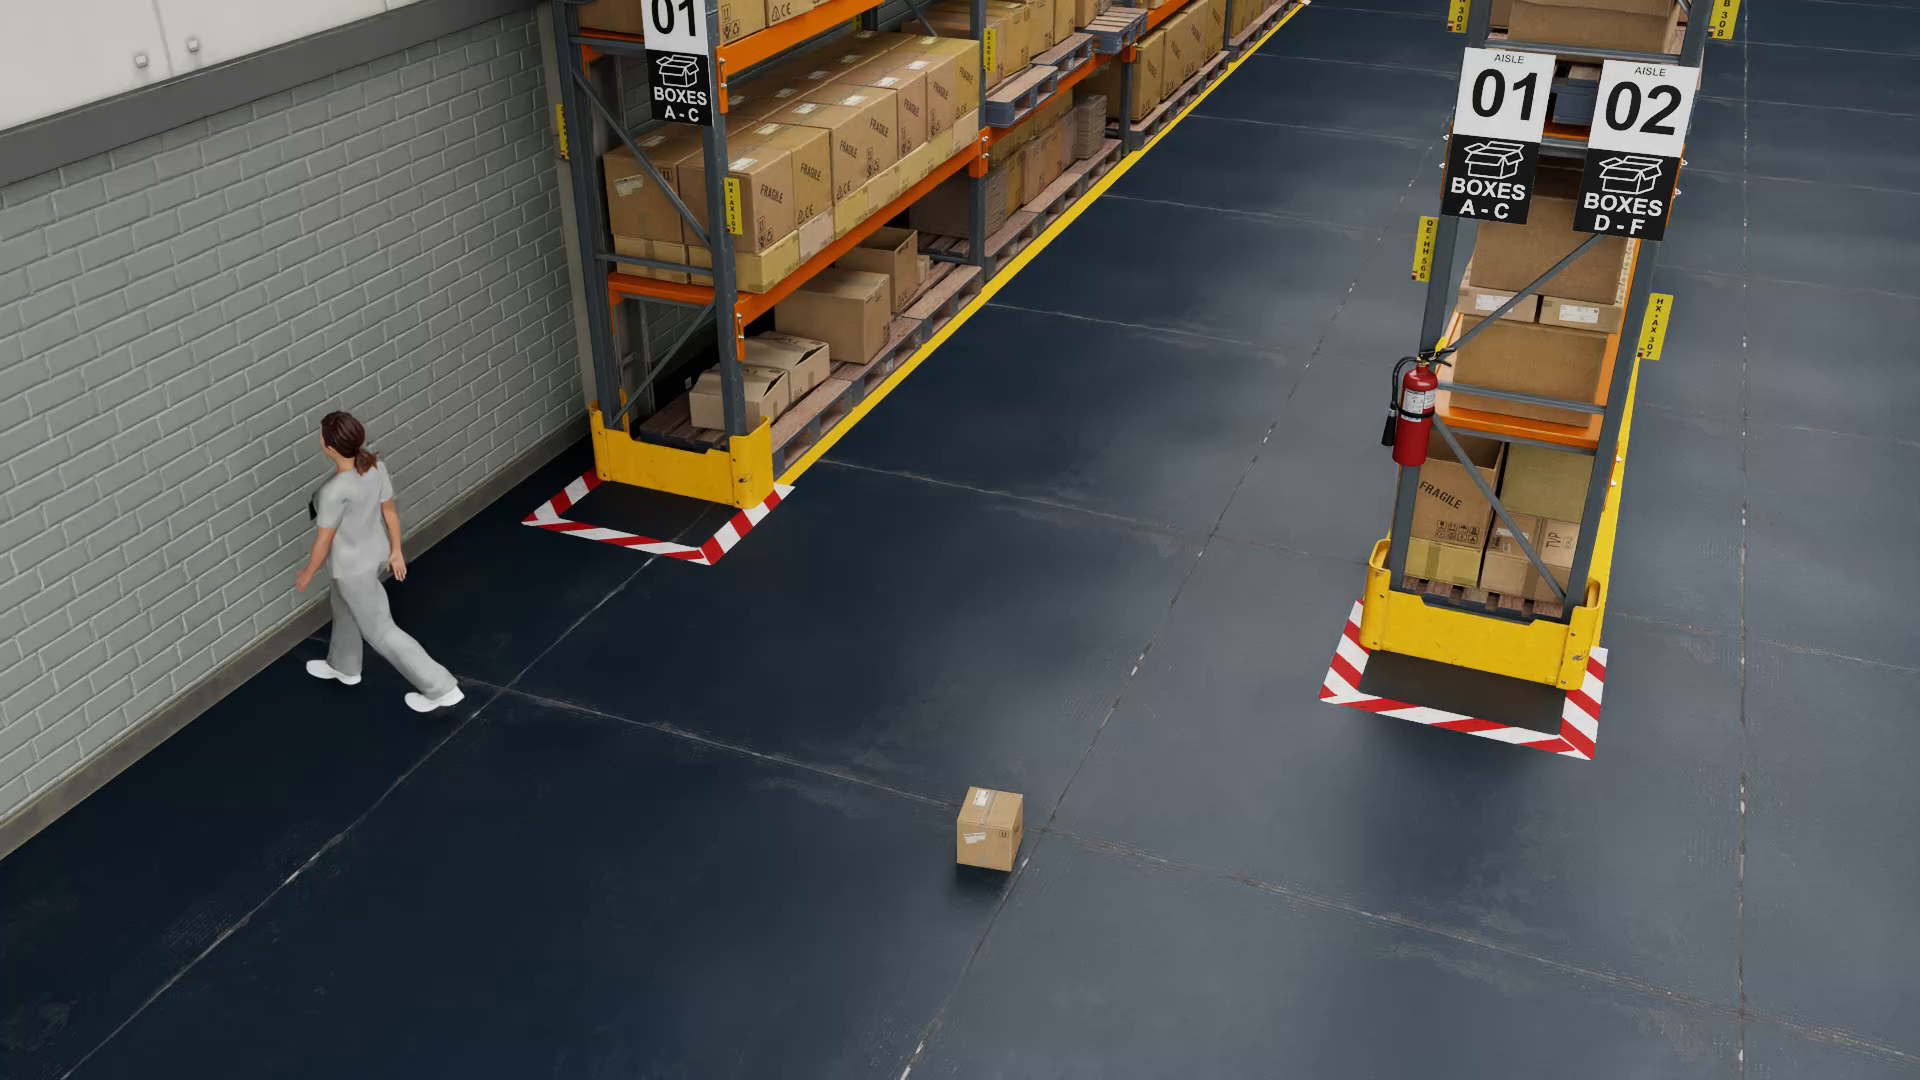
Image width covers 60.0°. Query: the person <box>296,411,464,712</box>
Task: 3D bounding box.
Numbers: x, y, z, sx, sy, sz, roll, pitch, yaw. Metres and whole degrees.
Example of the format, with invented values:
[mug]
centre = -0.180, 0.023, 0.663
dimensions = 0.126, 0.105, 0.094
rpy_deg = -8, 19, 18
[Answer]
[person]
centre = -2.986, 0.111, 8.205
dimensions = 0.989, 1.624, 0.454
rpy_deg = 7, 30, 12
